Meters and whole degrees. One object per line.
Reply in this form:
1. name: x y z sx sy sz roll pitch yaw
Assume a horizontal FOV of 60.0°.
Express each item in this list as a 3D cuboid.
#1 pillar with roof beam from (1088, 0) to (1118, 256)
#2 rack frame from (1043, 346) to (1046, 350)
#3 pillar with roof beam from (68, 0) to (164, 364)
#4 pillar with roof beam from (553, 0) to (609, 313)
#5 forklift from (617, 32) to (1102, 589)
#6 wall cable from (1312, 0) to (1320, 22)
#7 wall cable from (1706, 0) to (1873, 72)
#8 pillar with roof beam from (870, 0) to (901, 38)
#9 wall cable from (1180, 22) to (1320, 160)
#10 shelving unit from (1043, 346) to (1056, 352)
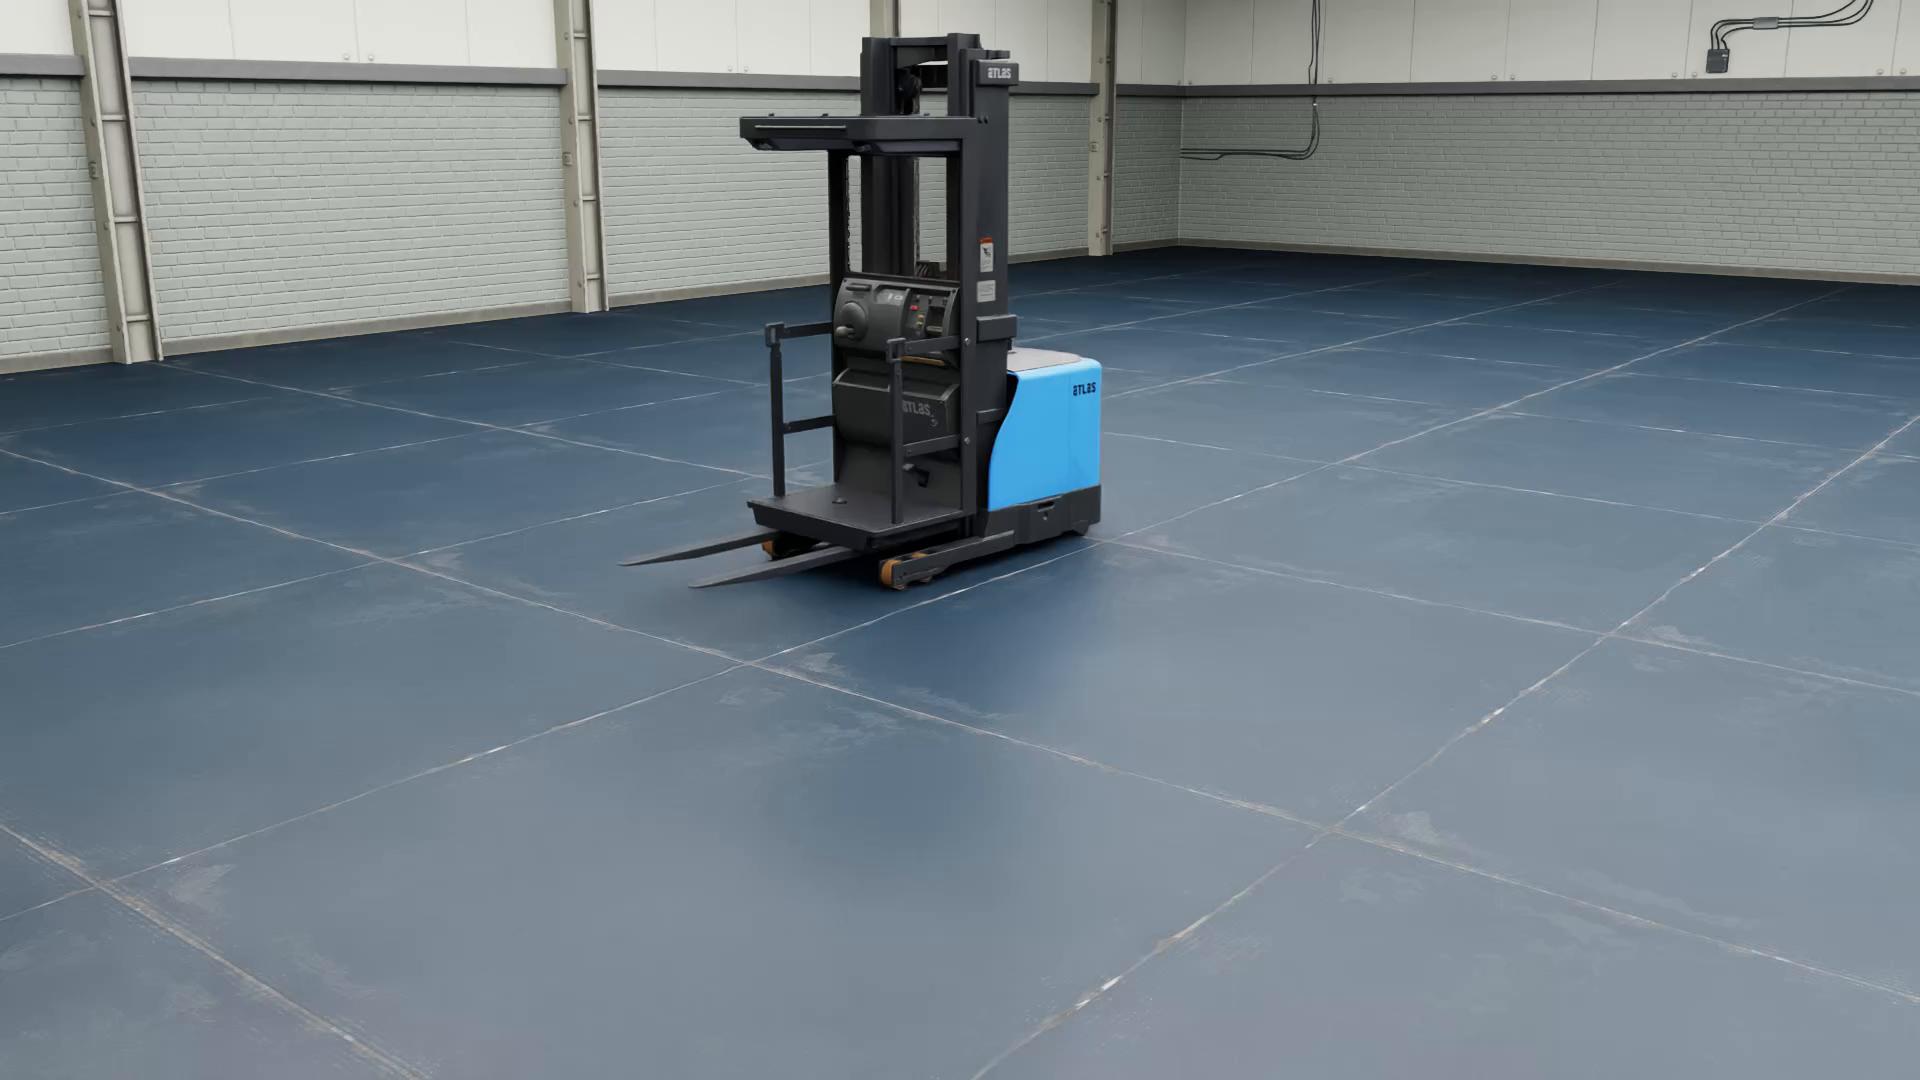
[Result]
1. pillar with roof beam: 5.971 -9.040 27.431 9.100 9.000 0.400 11 18 38
2. rack frame: 0.460 -0.751 10.946 0.200 1.050 0.008 -3 15 -12
3. pillar with roof beam: -5.342 -5.593 13.861 9.100 9.000 0.400 11 18 38
4. pillar with roof beam: -1.571 -6.742 18.384 9.100 9.000 0.400 11 18 38
5. forklift: -0.512 -1.293 9.259 1.130 2.935 3.031 13 19 42
6. wall cable: 7.607 -10.590 29.581 3.097 2.526 0.112 11 18 38
7. wall cable: 12.877 -10.242 25.255 2.305 6.003 0.169 11 18 38
8. pillar with roof beam: 2.200 -7.891 22.907 9.100 9.000 0.400 11 18 38
9. wall cable: 5.502 -8.560 31.851 3.097 2.526 0.112 11 18 38
10. shelving unit: 0.487 -0.722 10.830 0.215 1.050 0.252 -3 15 -12
